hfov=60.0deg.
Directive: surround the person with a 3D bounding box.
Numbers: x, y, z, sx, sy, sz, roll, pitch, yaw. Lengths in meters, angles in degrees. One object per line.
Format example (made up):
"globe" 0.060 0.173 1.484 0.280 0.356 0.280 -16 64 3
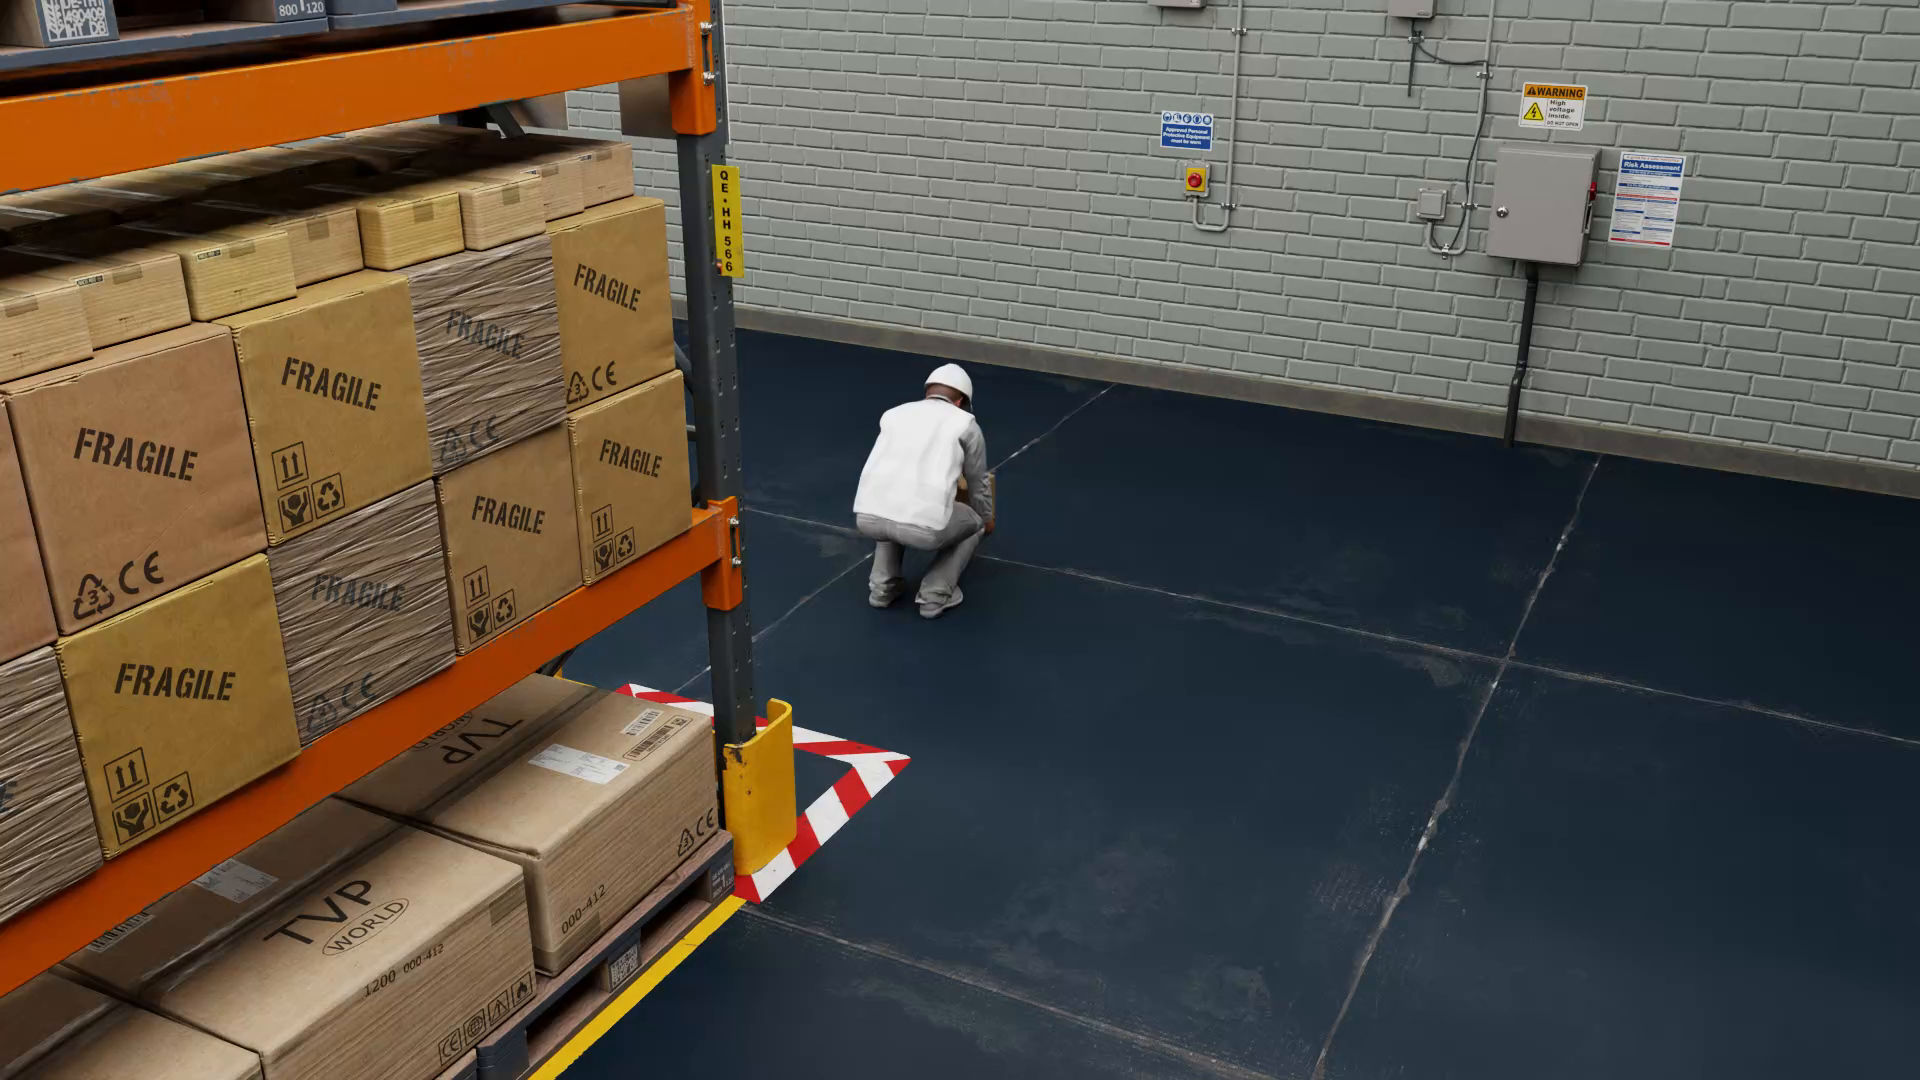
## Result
"person" -0.156 -0.224 7.607 0.512 1.010 0.891 10 25 23
